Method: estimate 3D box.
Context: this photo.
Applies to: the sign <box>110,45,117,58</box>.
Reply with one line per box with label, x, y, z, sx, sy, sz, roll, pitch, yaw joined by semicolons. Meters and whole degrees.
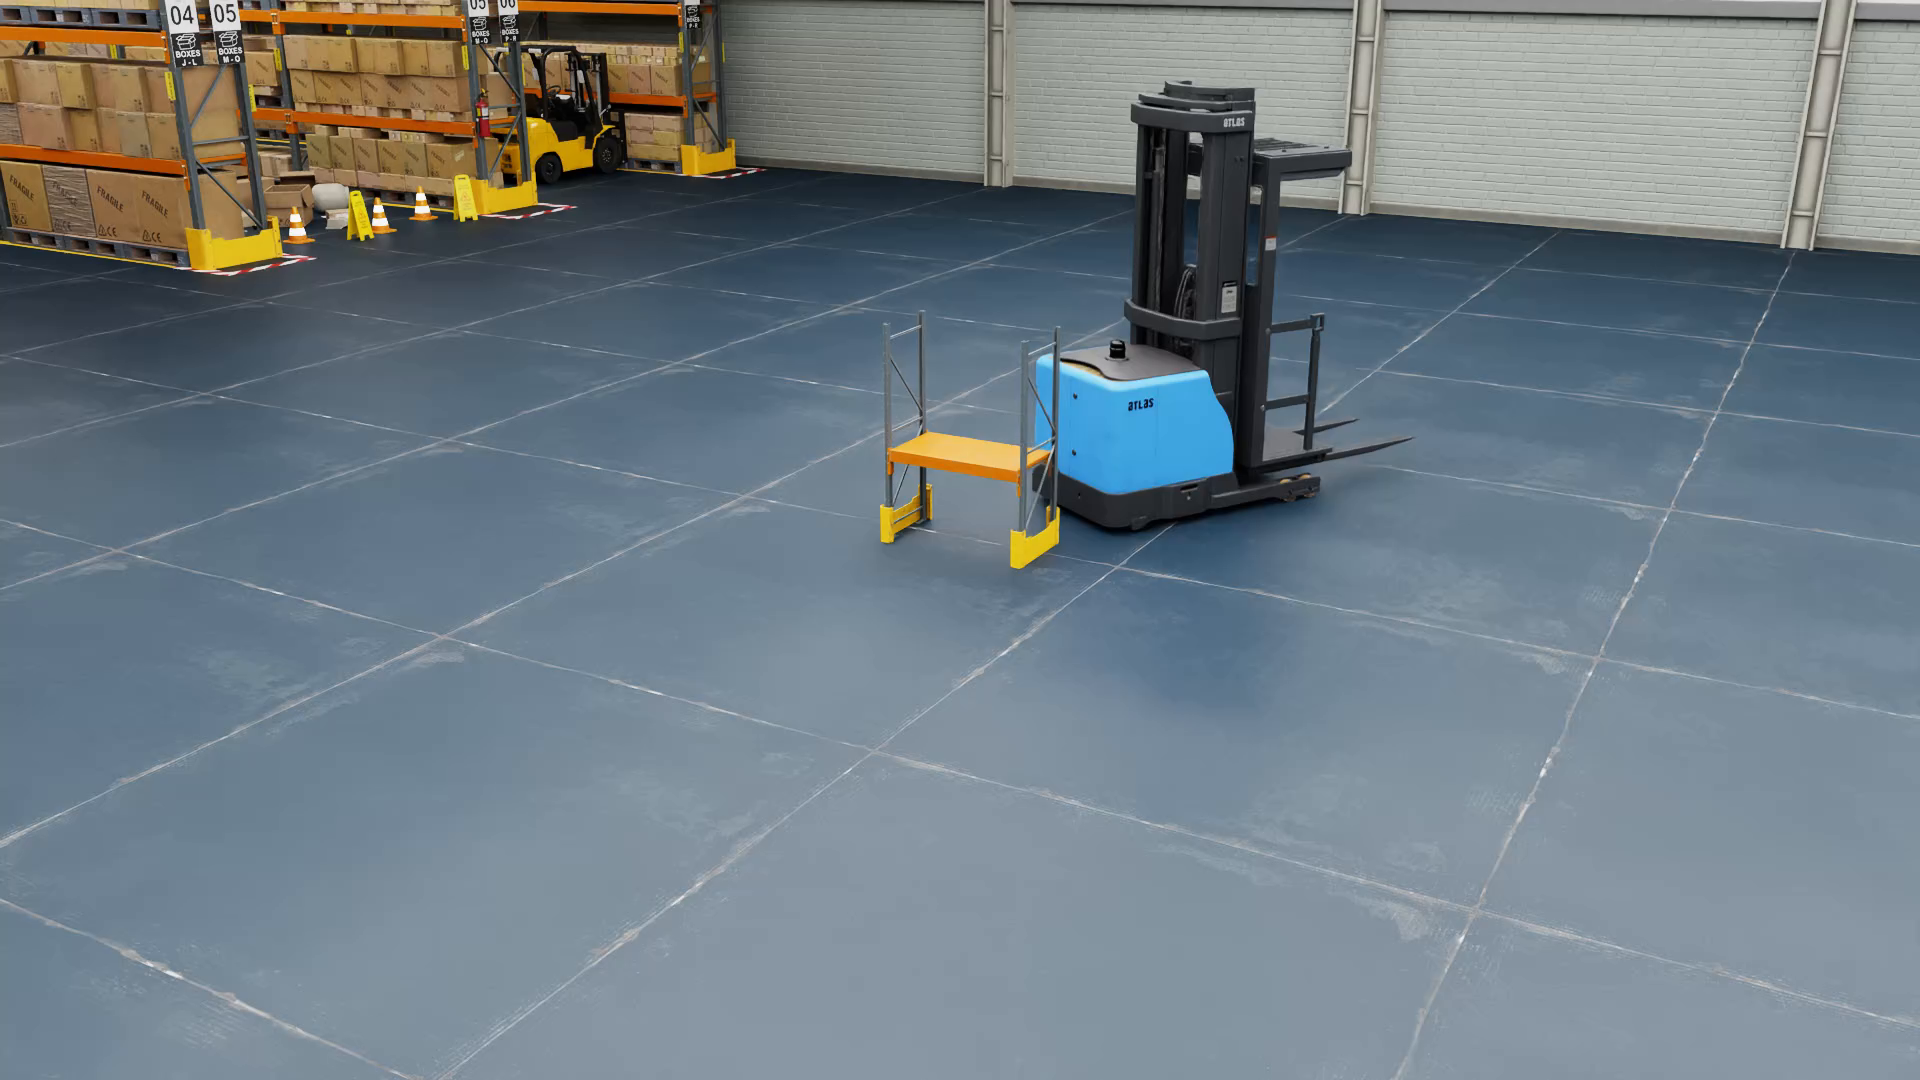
sign;-14.098;-8.136;27.697;0.005;0.325;0.100;11;23;27

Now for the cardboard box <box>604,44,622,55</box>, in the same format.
cardboard box;-6.007;-8.576;29.075;0.250;0.149;0.380;11;23;28

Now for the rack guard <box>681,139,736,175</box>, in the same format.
rack guard;-4.408;-6.726;29.174;0.348;0.500;1.175;11;23;27

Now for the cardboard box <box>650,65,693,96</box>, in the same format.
cardboard box;-4.986;-7.956;28.752;0.500;0.500;0.500;10;22;26

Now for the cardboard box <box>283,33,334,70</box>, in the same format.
cardboard box;-10.060;-7.611;25.900;0.500;0.500;0.700;11;22;27

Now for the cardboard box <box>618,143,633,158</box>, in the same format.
cardboard box;-5.855;-6.965;29.585;0.500;0.250;0.500;11;23;28

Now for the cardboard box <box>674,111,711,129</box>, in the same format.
cardboard box;-4.756;-7.416;29.362;0.500;0.250;0.500;10;22;26

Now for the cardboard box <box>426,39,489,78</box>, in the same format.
cardboard box;-7.398;-7.104;24.501;0.500;0.500;0.700;10;22;26

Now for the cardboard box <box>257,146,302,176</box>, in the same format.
cardboard box;-11.426;-6.259;27.459;0.625;0.372;0.950;12;23;31

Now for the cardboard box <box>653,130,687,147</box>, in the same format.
cardboard box;-5.006;-7.033;29.038;0.500;0.250;0.500;10;22;27

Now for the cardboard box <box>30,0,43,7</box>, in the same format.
cardboard box;-11.399;-6.765;20.823;0.250;0.149;0.380;11;23;27

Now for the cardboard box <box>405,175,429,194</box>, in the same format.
cardboard box;-8.131;-5.475;25.475;0.500;0.250;0.500;11;23;27

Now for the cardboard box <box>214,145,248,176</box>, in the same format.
cardboard box;-11.180;-5.738;25.340;0.500;0.500;0.500;11;23;27

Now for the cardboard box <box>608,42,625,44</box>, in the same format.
cardboard box;-6.186;-8.825;29.761;0.250;0.149;0.380;12;23;29

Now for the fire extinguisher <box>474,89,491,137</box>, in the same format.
fire extinguisher;-6.971;-6.234;24.266;0.183;0.674;0.296;11;23;27

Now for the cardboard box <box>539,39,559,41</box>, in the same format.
cardboard box;-7.495;-9.099;30.516;0.250;0.149;0.380;11;23;27

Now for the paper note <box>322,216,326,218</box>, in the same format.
paper note;-9.310;-4.776;24.504;0.148;0.019;0.142;-16;26;-38

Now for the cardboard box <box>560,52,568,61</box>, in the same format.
cardboard box;-6.895;-8.606;29.594;0.250;0.149;0.380;11;22;27

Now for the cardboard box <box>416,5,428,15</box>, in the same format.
cardboard box;-7.743;-7.781;24.386;0.250;0.149;0.380;12;23;29

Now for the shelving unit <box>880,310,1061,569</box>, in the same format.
shelving unit;0.067;-0.692;11.074;1.083;1.500;0.587;11;23;27

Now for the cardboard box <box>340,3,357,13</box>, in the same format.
cardboard box;-9.103;-8.019;25.042;0.250;0.149;0.380;10;22;26

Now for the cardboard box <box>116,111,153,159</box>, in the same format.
cardboard box;-10.009;-5.140;20.917;0.550;0.550;0.875;11;23;27

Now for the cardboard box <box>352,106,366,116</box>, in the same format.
cardboard box;-9.107;-6.611;25.559;0.250;0.149;0.380;11;23;28

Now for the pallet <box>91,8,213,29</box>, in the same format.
pallet;-9.825;-6.425;20.410;1.213;0.211;1.003;11;23;27

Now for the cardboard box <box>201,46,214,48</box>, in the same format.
cardboard box;-12.400;-7.982;27.773;0.500;0.500;0.500;9;22;24

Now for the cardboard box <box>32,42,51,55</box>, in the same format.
cardboard box;-15.730;-8.536;28.886;0.500;0.500;0.500;10;22;26

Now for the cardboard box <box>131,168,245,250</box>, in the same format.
cardboard box;-9.796;-4.228;21.122;0.875;0.875;0.875;11;23;28

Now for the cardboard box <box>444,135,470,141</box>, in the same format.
cardboard box;-7.895;-5.990;25.796;0.500;0.500;0.500;10;22;25

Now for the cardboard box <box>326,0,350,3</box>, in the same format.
cardboard box;-9.202;-8.247;25.085;0.500;0.250;0.500;11;23;28

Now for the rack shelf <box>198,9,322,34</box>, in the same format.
rack shelf;-12.084;-8.497;27.046;4.000;0.370;1.077;11;23;27

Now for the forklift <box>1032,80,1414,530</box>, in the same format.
forklift;2.056;-1.798;12.025;3.031;2.935;1.130;-12;23;-29

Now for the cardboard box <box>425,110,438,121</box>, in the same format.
cardboard box;-7.765;-6.365;24.883;0.250;0.149;0.380;10;22;26

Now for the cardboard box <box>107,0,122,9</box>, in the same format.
cardboard box;-10.071;-6.512;20.125;0.250;0.149;0.380;11;23;28

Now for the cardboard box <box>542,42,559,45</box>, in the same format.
cardboard box;-7.288;-8.865;29.870;0.250;0.149;0.380;10;22;26

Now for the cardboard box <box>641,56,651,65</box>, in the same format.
cardboard box;-5.302;-8.326;28.823;0.250;0.149;0.380;11;23;28

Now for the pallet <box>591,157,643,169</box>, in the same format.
pallet;-6.178;-6.912;30.111;1.213;0.211;1.003;11;23;27

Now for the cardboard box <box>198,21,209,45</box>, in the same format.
cardboard box;-16.075;-10.650;35.009;0.500;0.500;0.500;10;22;26

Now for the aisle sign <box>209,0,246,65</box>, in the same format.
aisle sign;-8.964;-6.236;20.345;0.004;0.787;0.394;11;23;27

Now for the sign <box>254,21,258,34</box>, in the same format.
sign;-14.637;-10.611;34.520;0.005;0.325;0.100;11;23;27

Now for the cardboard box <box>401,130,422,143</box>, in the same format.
cardboard box;-8.244;-6.129;25.227;0.250;0.149;0.380;11;23;28

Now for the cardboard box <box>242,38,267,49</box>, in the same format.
cardboard box;-11.575;-8.115;27.187;0.250;0.149;0.380;12;23;30

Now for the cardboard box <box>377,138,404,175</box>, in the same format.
cardboard box;-8.567;-5.912;25.580;0.500;0.500;0.500;10;22;26

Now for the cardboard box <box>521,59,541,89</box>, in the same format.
cardboard box;-7.661;-8.466;30.158;0.500;0.500;0.500;10;22;26

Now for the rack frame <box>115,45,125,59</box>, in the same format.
rack frame;-13.830;-7.757;28.351;0.127;3.000;1.000;11;23;27

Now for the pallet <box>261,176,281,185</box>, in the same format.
pallet;-11.018;-5.910;27.349;1.213;0.211;1.003;11;23;27

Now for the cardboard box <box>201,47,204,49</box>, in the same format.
cardboard box;-12.625;-7.827;27.345;0.500;0.500;0.500;11;23;28

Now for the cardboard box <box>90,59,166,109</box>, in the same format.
cardboard box;-10.425;-5.785;21.112;0.550;0.550;0.875;11;23;27

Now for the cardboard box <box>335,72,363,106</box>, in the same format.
cardboard box;-9.208;-6.959;25.567;0.500;0.500;0.500;11;22;27

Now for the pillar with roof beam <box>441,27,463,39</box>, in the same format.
pillar with roof beam;-11.934;-10.826;28.013;0.400;9.000;9.100;11;23;27

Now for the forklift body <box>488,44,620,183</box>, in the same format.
forklift body;-6.974;-7.278;28.276;1.214;2.155;2.313;11;23;27
